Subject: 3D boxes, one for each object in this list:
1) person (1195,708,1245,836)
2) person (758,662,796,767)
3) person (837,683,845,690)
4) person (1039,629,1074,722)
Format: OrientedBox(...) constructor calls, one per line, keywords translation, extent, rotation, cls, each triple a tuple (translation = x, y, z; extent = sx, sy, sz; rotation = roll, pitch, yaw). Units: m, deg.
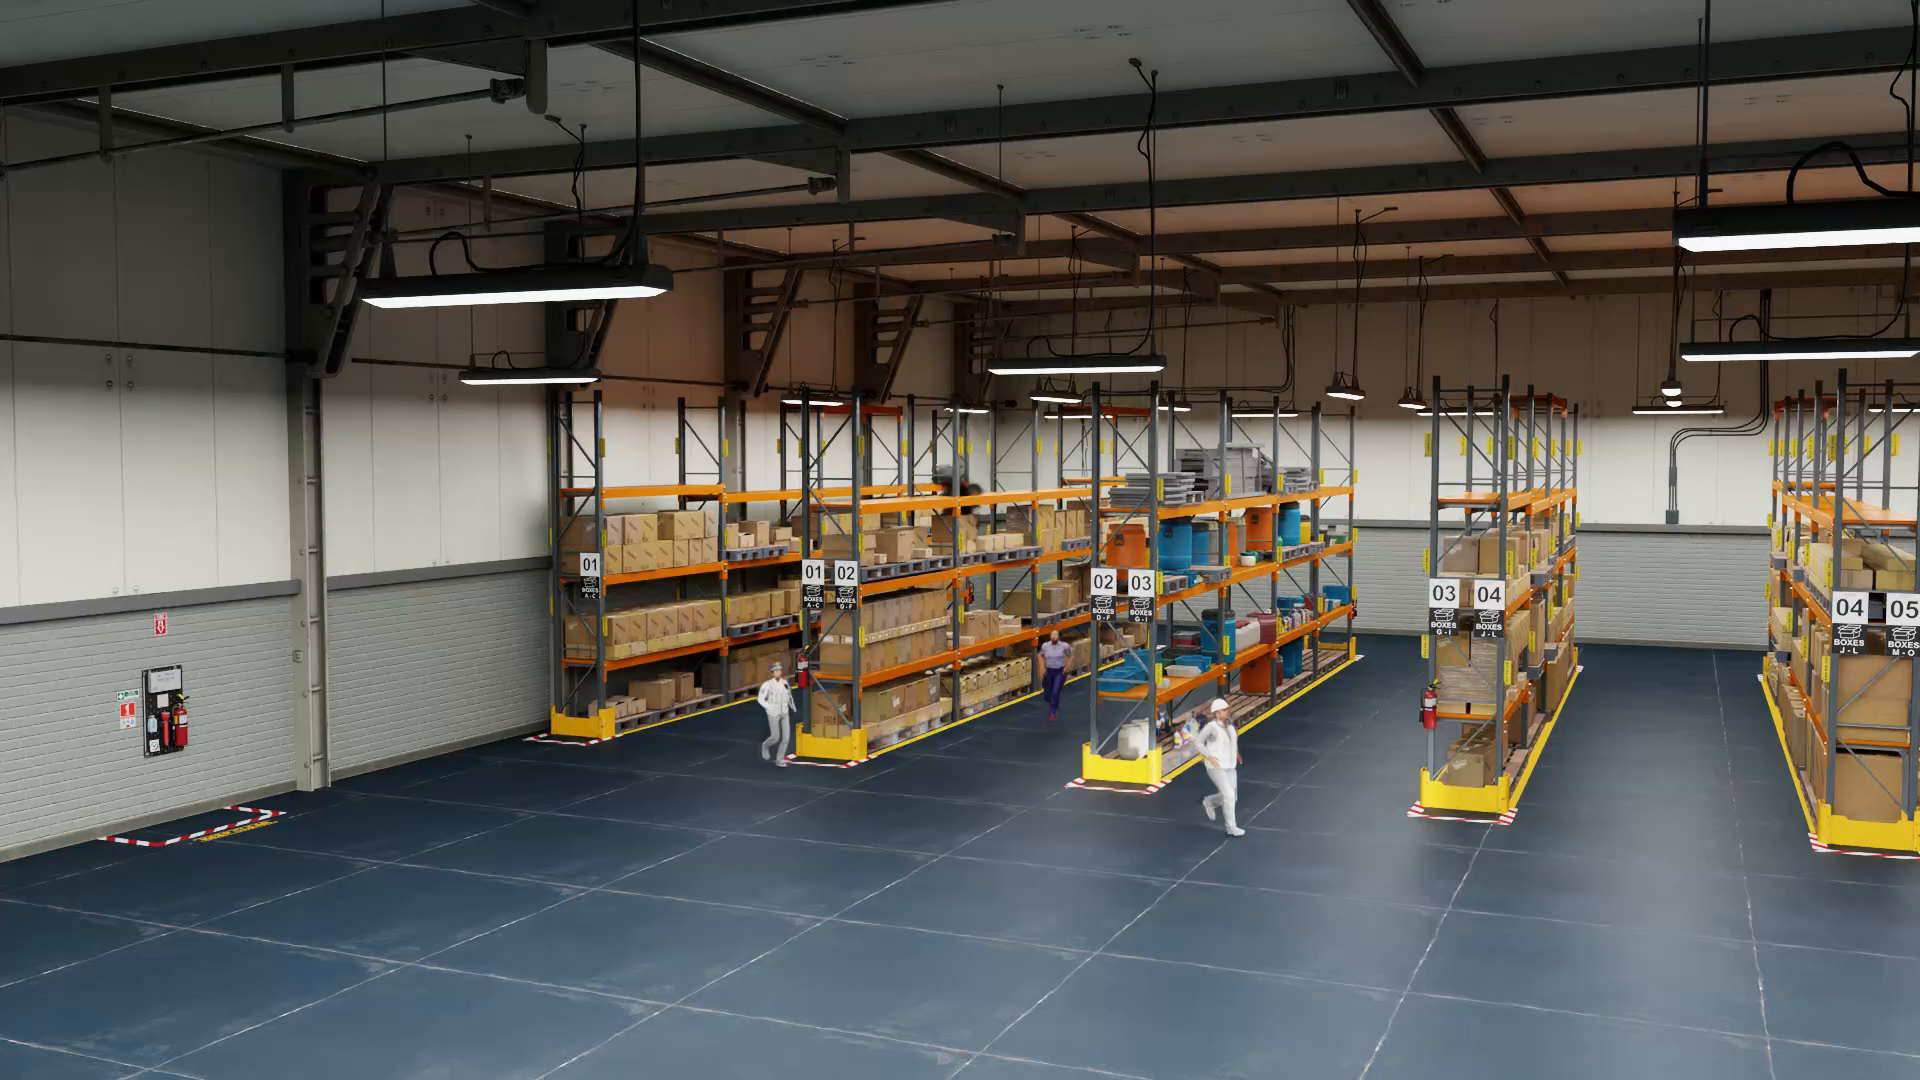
OrientedBox(translation=(3.389, 2.971, 21.629), extent=(0.690, 1.697, 0.796), rotation=(-3, 4, -40), cls="person")
OrientedBox(translation=(-2.874, 2.730, 26.161), extent=(0.616, 1.645, 0.578), rotation=(-2, 4, -35), cls="person")
OrientedBox(translation=(-2.177, 2.039, 32.899), extent=(0.656, 1.753, 0.905), rotation=(1, 3, 15), cls="person")
OrientedBox(translation=(1.665, 2.335, 28.923), extent=(0.627, 1.599, 0.593), rotation=(1, 3, 14), cls="person")
